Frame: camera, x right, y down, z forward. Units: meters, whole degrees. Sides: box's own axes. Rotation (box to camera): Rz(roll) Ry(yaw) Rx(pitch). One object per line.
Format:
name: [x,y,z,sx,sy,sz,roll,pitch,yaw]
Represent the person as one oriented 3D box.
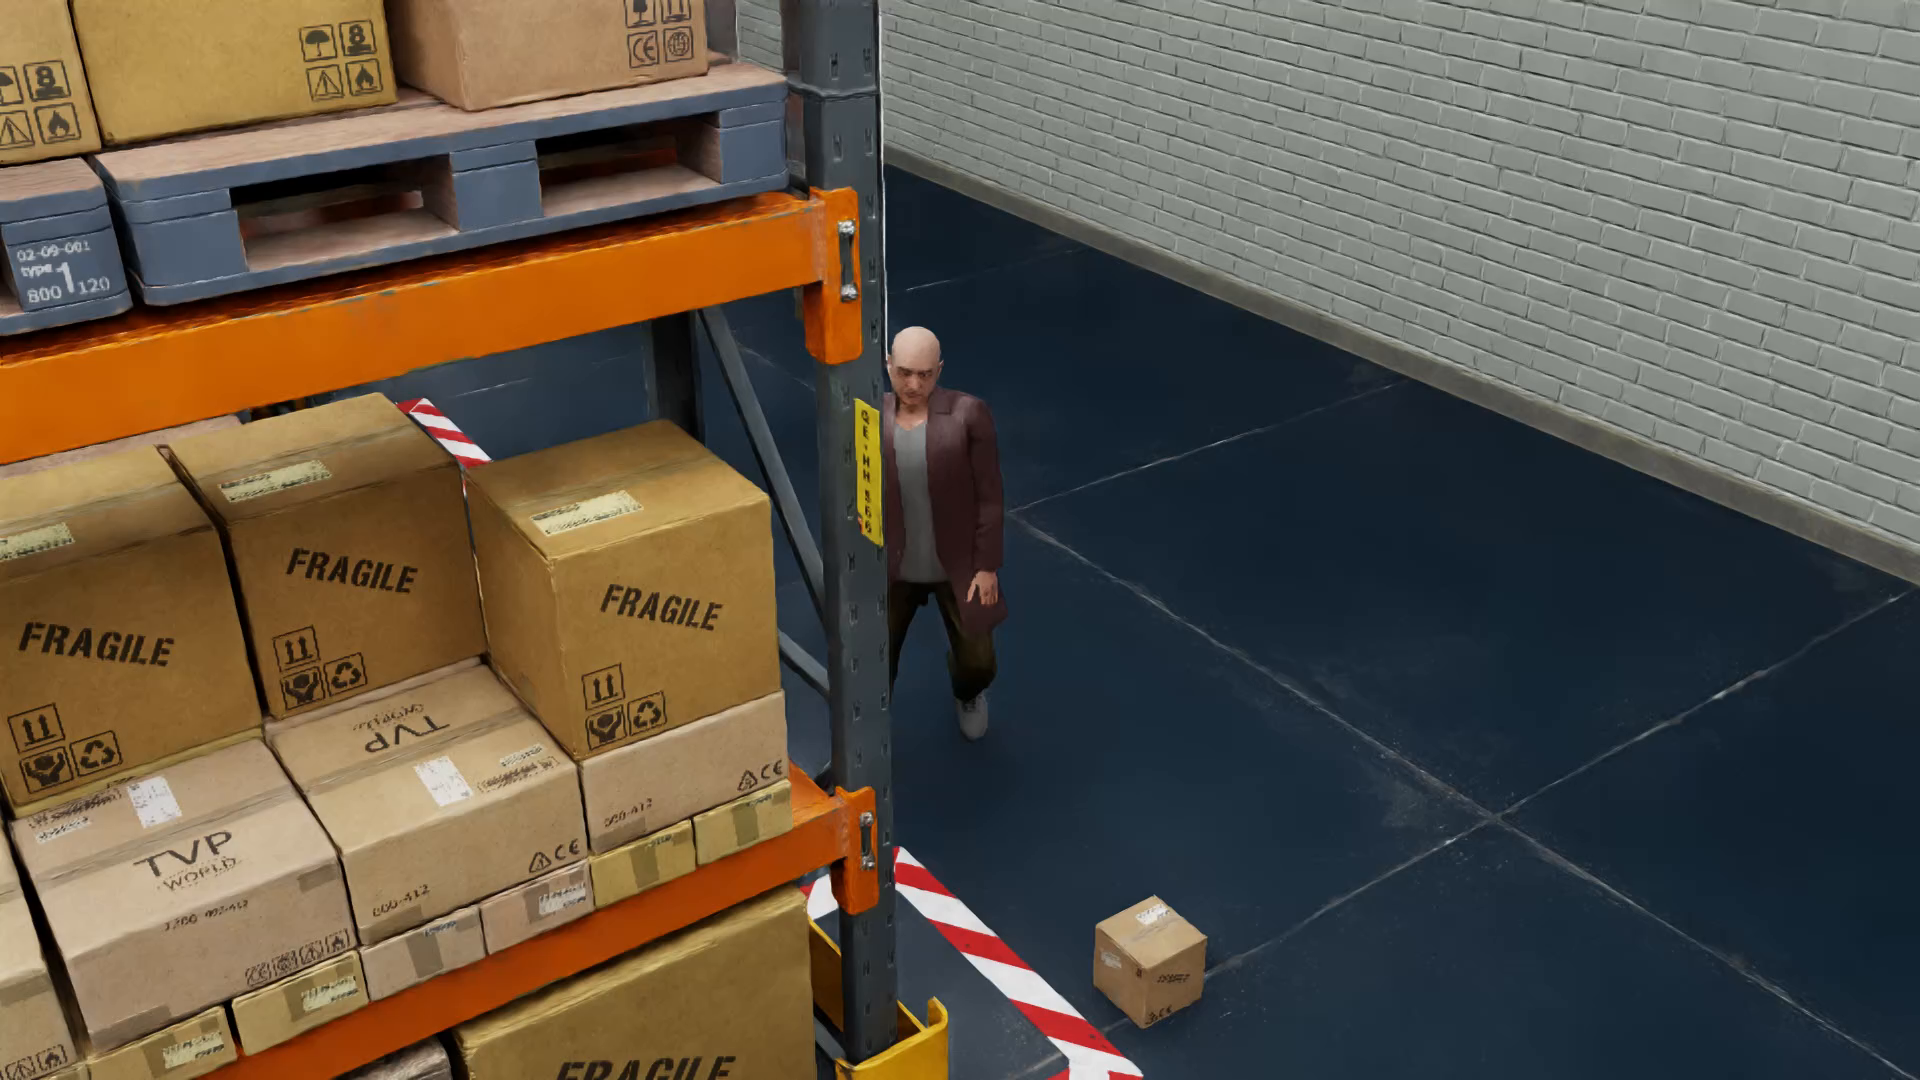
person: [-0.155,0.052,6.002,0.700,1.770,0.679,5,29,8]
